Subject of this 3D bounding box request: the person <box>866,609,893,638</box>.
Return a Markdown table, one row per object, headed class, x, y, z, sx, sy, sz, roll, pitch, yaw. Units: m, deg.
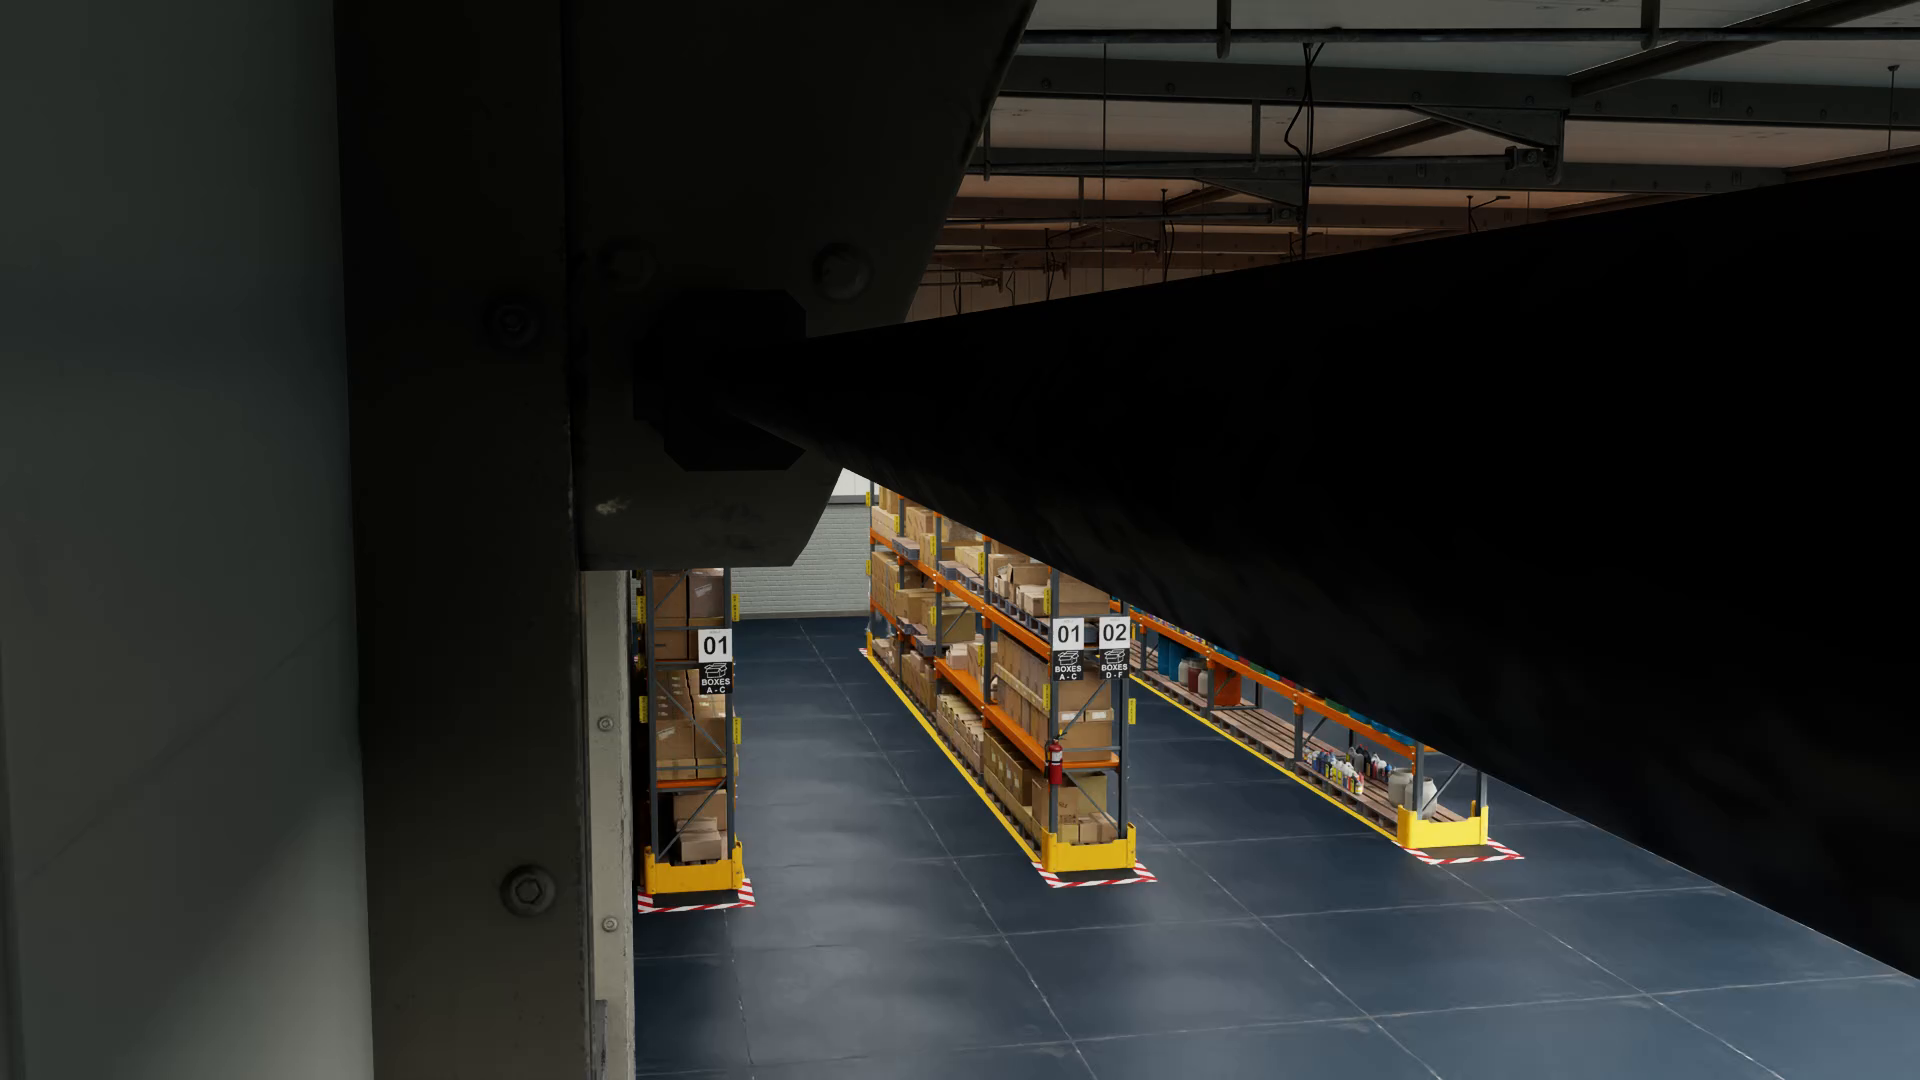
| class | x | y | z | sx | sy | sz | roll | pitch | yaw |
| --- | --- | --- | --- | --- | --- | --- | --- | --- | --- |
| person | -1.822 | 1.500 | 38.825 | 0.825 | 1.539 | 0.466 | 5 | 8 | 39 |
